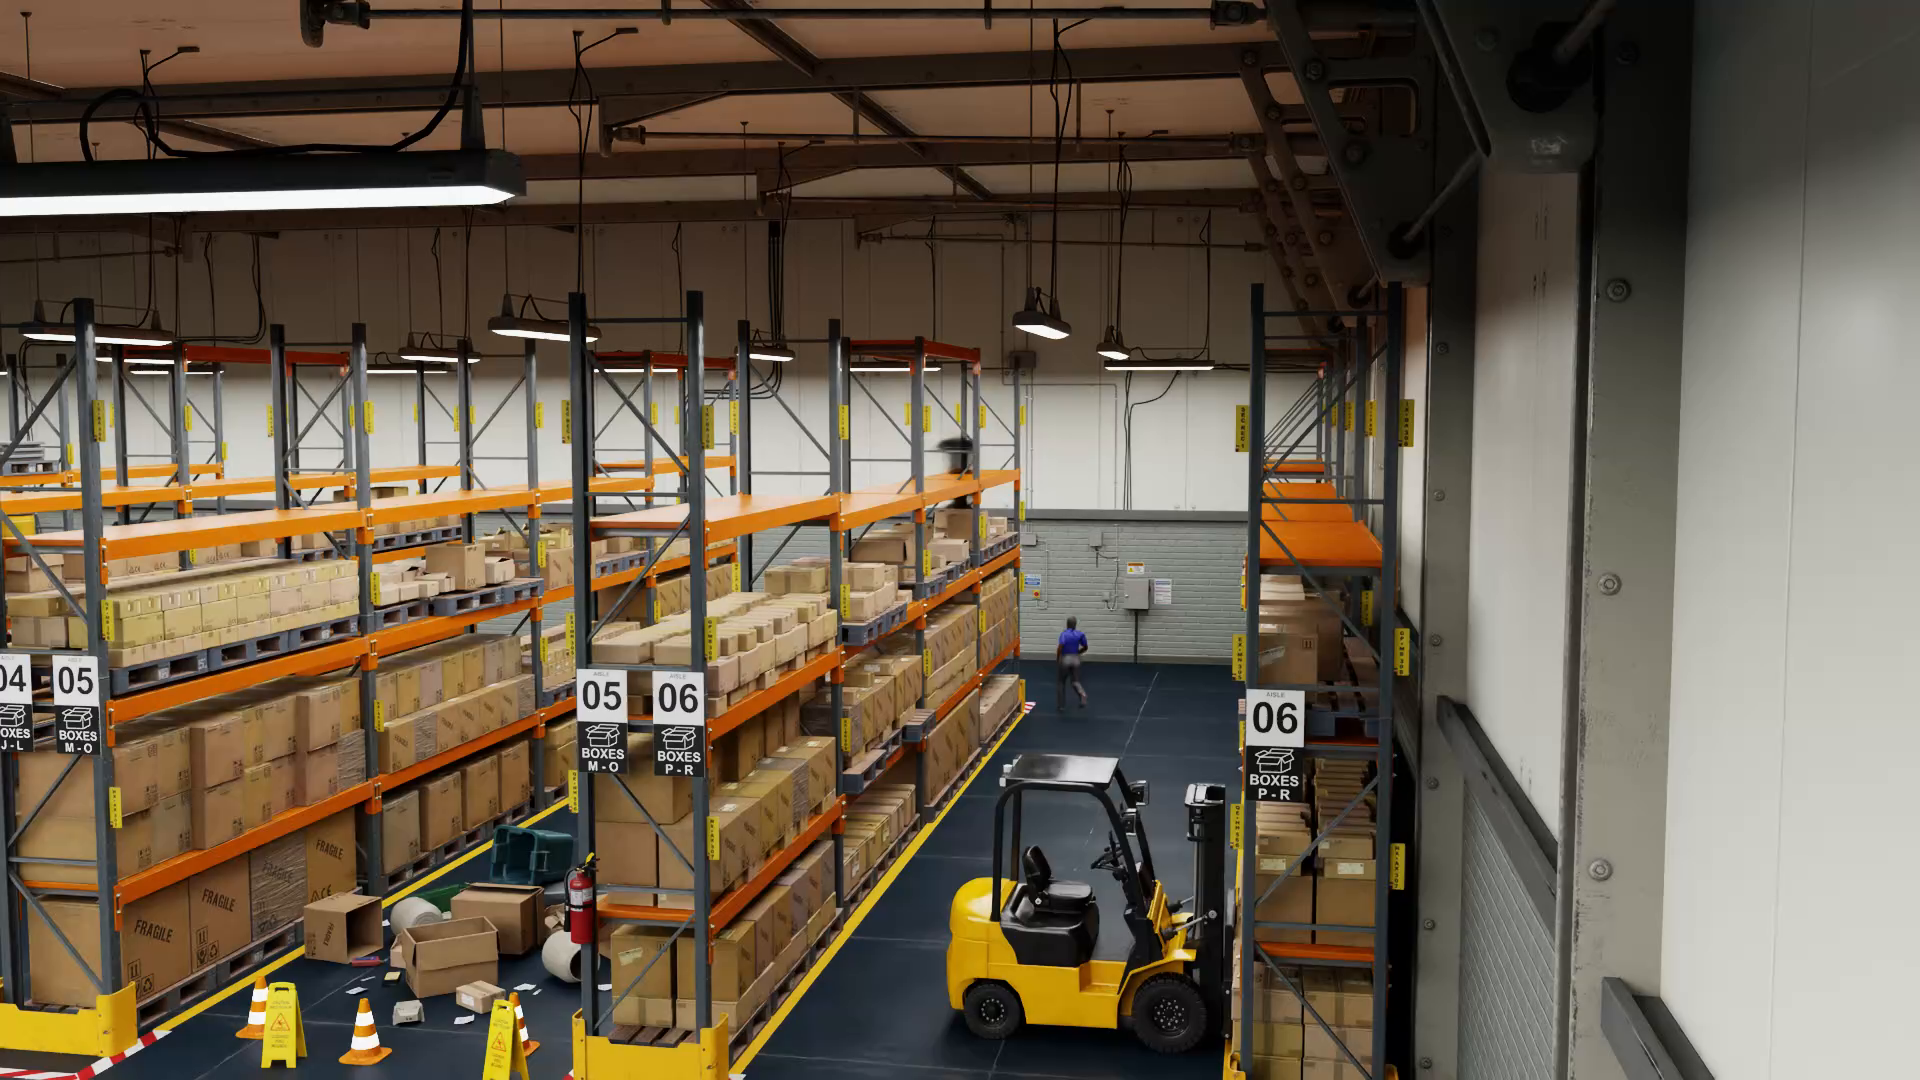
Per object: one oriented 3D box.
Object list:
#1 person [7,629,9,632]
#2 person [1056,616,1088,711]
[{"bbox_3d":[-17.164,1.972,29.818,0.560,1.617,0.734,0,5,0],"label":"person"},{"bbox_3d":[1.897,2.103,28.118,0.580,1.640,0.736,-2,5,-19],"label":"person"}]
